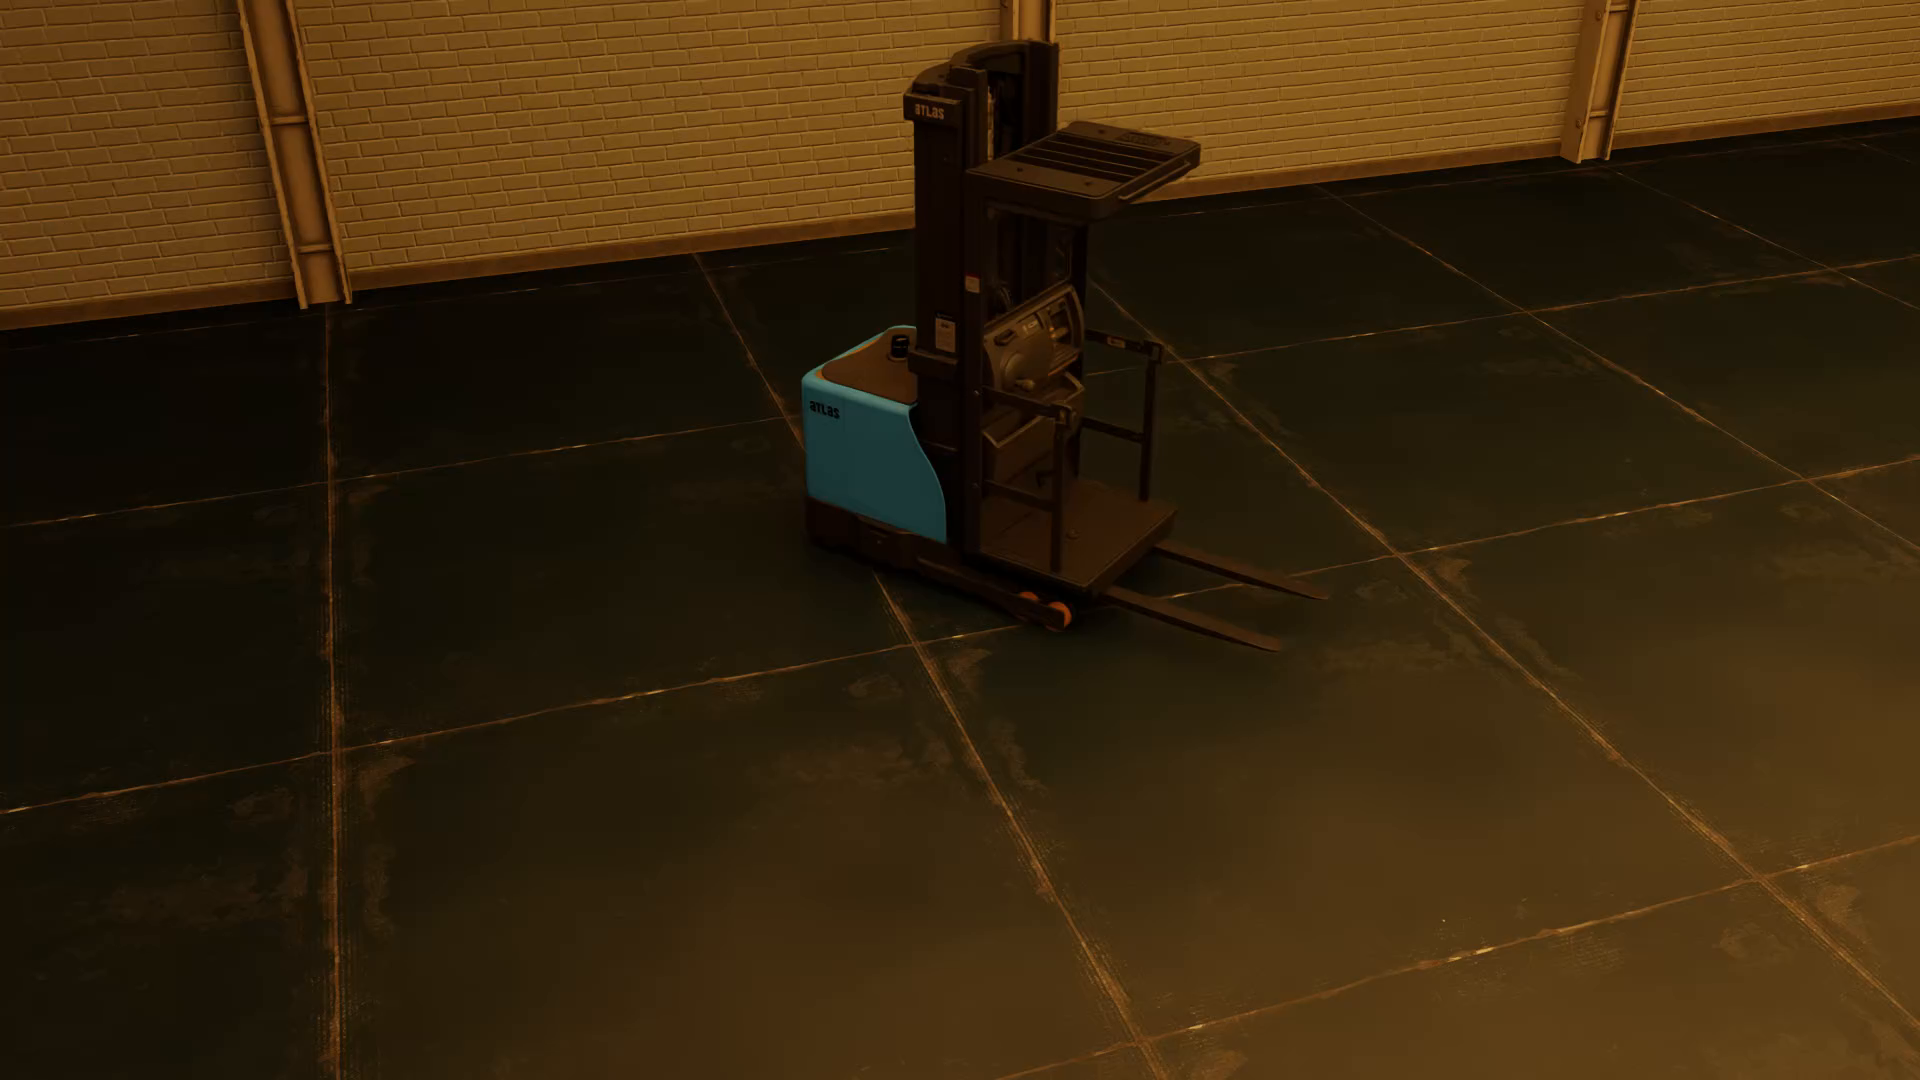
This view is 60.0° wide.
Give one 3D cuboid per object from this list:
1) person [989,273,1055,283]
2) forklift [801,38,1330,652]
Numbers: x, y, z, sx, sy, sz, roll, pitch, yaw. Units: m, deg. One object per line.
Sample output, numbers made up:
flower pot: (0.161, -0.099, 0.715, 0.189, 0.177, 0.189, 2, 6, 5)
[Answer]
person: (0.486, -1.736, 11.678, 0.738, 1.467, 0.855, -13, 33, -22)
forklift: (0.579, -1.066, 8.939, 3.031, 2.935, 1.130, 19, 35, 29)
